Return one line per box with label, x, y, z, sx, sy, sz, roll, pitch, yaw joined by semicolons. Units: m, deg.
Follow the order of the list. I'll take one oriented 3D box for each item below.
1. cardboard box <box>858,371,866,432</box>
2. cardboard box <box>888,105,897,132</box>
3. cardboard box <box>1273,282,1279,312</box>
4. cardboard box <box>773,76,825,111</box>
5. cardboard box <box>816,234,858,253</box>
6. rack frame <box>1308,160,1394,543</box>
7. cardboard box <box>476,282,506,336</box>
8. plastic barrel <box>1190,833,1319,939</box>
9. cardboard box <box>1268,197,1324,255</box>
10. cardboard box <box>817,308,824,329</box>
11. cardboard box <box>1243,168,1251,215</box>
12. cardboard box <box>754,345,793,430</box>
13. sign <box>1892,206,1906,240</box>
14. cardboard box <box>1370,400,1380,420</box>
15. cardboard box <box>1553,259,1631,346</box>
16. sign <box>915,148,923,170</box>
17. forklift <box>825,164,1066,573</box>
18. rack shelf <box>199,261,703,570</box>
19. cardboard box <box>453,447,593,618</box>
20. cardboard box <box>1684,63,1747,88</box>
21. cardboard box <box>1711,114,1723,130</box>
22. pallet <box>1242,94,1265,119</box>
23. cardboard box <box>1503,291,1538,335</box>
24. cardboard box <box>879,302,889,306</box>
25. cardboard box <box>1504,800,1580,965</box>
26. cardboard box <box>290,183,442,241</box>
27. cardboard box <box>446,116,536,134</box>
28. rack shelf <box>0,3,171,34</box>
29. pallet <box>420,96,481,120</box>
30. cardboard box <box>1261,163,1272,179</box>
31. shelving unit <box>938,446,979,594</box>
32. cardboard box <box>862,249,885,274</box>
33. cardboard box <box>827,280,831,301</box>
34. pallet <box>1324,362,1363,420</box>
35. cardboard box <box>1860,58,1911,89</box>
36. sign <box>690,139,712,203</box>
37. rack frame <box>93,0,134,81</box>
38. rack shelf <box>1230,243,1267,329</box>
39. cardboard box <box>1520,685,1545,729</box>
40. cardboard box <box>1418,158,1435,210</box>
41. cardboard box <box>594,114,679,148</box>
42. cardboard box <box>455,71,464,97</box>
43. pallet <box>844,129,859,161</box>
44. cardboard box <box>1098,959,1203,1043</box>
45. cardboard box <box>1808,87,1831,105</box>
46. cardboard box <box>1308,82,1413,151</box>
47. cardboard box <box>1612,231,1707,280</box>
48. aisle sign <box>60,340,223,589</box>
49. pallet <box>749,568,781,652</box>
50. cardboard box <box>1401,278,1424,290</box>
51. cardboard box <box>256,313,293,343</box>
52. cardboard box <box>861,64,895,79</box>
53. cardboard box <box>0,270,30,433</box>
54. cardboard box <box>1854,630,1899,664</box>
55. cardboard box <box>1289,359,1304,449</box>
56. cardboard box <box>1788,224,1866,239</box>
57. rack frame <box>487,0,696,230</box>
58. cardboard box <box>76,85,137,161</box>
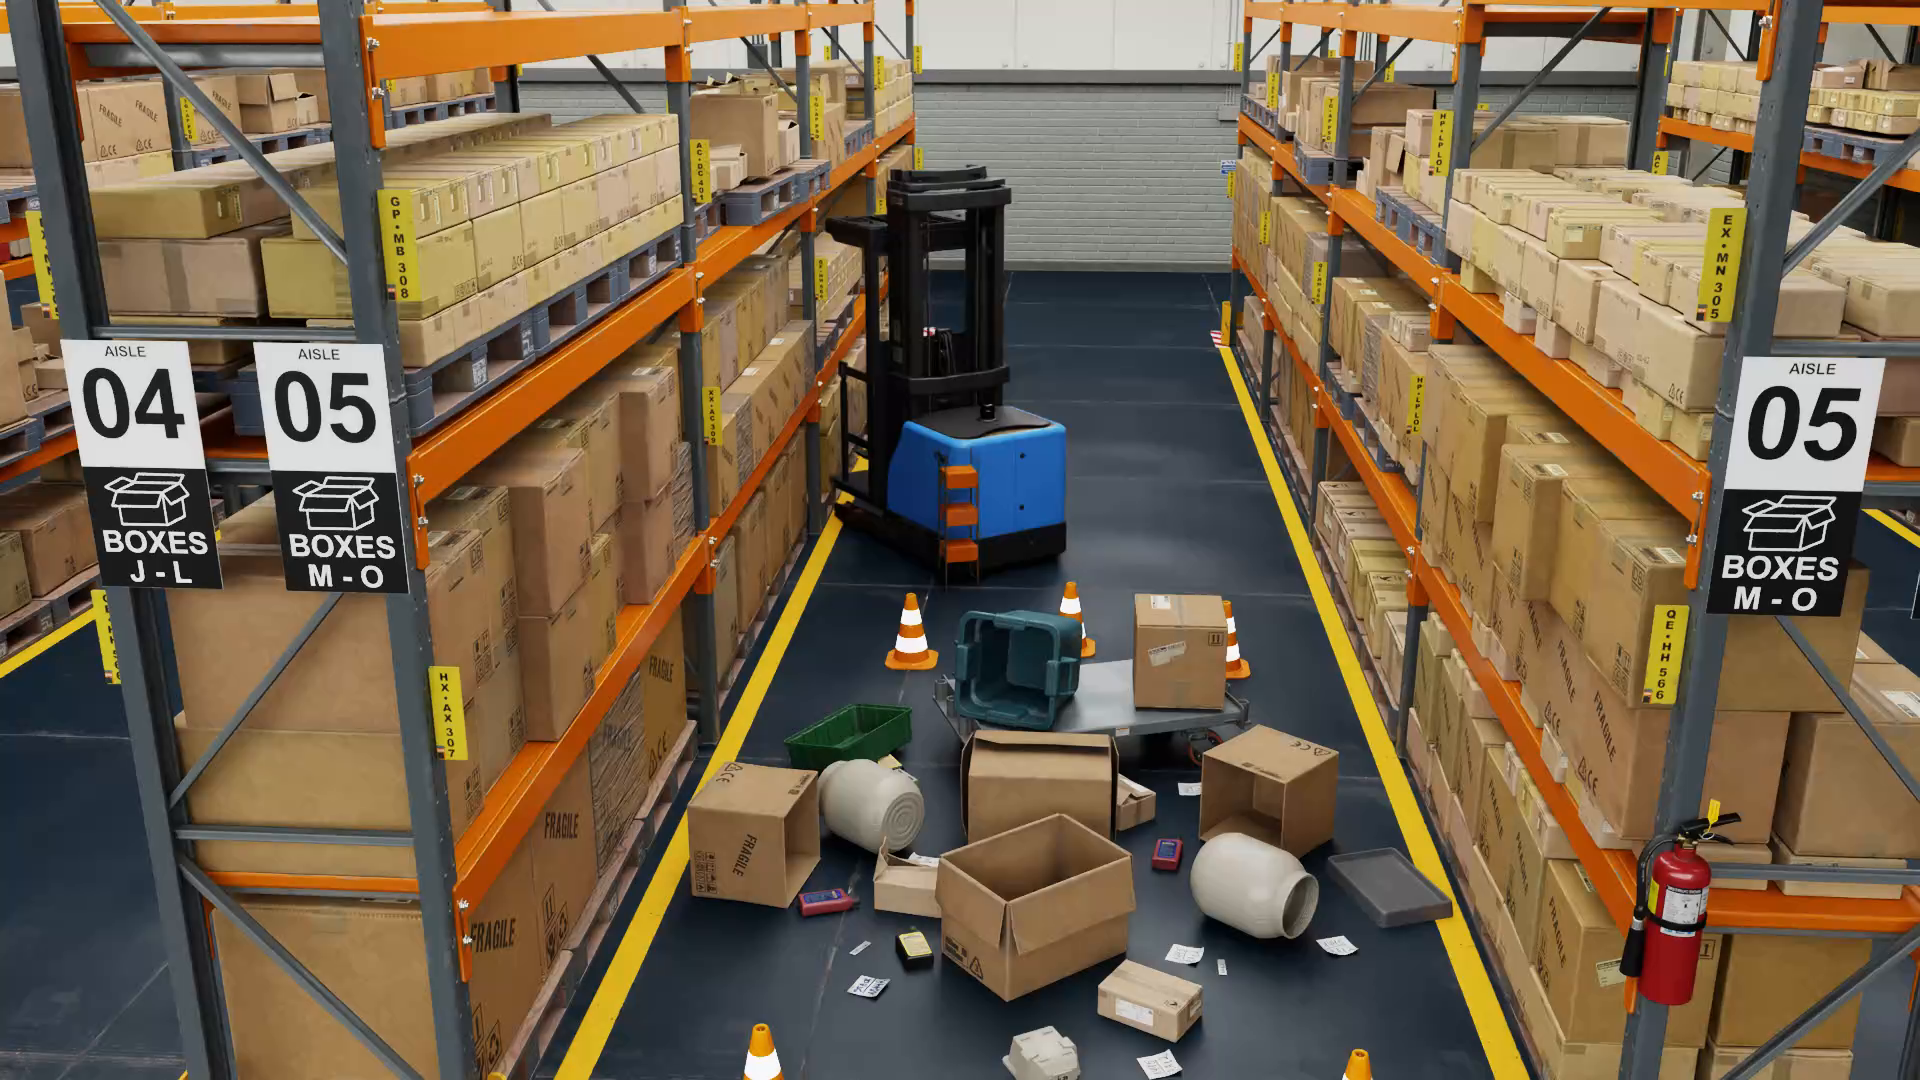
cardboard box;-1.185;-1.348;16.059;0.500;0.500;0.500;1;18;3
cardboard box;-0.966;-4.540;17.885;0.500;0.250;0.500;2;18;6
cardboard box;3.268;-2.289;15.832;0.500;0.250;0.500;1;18;3
cardboard box;-1.292;-3.605;13.400;0.396;0.266;0.258;1;18;4
cardboard box;-1.199;-2.881;16.172;0.380;0.149;0.250;1;18;2
rack frame;3.311;-1.409;12.907;1.000;3.000;0.127;1;18;4
cardboard box;-1.826;-0.813;5.839;0.380;0.149;0.250;1;18;4
plastic barrel;1.376;1.624;7.787;0.512;0.421;0.421;17;25;41
cardboard box;3.280;-3.044;16.130;0.500;0.500;0.500;1;18;5
cardboard box;-1.361;-1.870;14.043;0.380;0.149;0.250;2;18;7
cardboard box;3.507;-3.953;18.904;0.500;0.500;0.500;1;18;3
cardboard box;-1.471;-1.080;11.741;0.500;0.500;0.500;1;18;3
sign;9.103;-3.081;16.149;0.100;0.325;0.005;1;18;4
cardboard box;2.938;-0.892;11.057;0.380;0.149;0.250;2;18;6
cardboard box;2.576;-0.903;6.307;0.500;0.250;0.500;2;18;5
sign;-0.508;-4.655;20.445;0.100;0.325;0.005;1;18;4
forklift;-0.386;-1.553;13.455;1.130;2.935;3.031;-11;21;-30
rack shelf;-2.063;-0.709;7.107;1.077;0.370;4.000;1;18;4
cardboard box;-2.018;-0.046;6.773;0.875;0.550;0.550;1;18;4
cardboard box;8.499;-5.228;18.703;0.500;0.250;0.500;1;18;4
cardboard box;8.375;-4.523;17.995;0.380;0.149;0.250;1;18;4
pallet;3.842;-5.047;19.333;1.003;0.211;1.213;1;18;4
cardboard box;2.578;-0.983;7.193;0.380;0.149;0.250;1;18;3
cardboard box;-0.812;-2.771;20.010;0.380;0.149;0.250;1;18;3
cardboard box;2.569;1.409;6.842;0.500;0.500;0.500;2;18;6
cardboard box;-1.865;-1.033;5.227;0.380;0.149;0.250;1;18;5
cardboard box;-2.302;-1.993;8.160;0.380;0.149;0.250;1;18;3
rack shelf;-6.716;-3.328;10.927;1.077;0.370;4.000;1;18;4
pallet;-6.127;-4.888;18.848;1.003;0.211;1.213;1;18;4
cardboard box;3.457;-3.981;17.947;0.380;0.149;0.250;1;18;3
shelving unit;-0.010;-0.145;12.180;0.252;1.050;0.215;-5;19;-15
cardboard box;-1.060;-3.068;17.330;0.500;0.500;0.500;1;18;3
cardboard box;-1.328;-2.179;14.506;0.380;0.149;0.250;1;18;4
pallet;3.367;-1.095;12.254;1.213;0.211;1.003;1;18;4
cardboard box;8.596;-4.337;15.449;0.396;0.266;0.258;1;18;3
sign;-1.366;-1.943;8.761;0.100;0.325;0.005;1;18;4
rack frame;-10.940;-7.077;20.568;1.000;3.000;0.127;1;18;4
rack shelf;3.742;-2.931;18.706;1.077;0.370;4.000;1;18;4
cardboard box;2.573;0.675;6.950;0.380;0.149;0.250;1;18;3
cardboard box;2.963;-2.063;9.649;0.500;0.250;0.500;2;18;5
cardboard box;-1.628;-2.058;8.356;0.380;0.149;0.250;1;18;3
cardboard box;-6.133;-5.339;19.086;0.700;0.500;0.500;0;18;0
pallet;-1.568;-3.556;14.941;1.213;0.211;1.003;1;18;4
cardboard box;0.817;1.978;7.148;0.380;0.149;0.250;12;22;32
cardboard box;8.090;-4.154;15.555;0.380;0.149;0.250;2;18;6
cardboard box;3.193;-3.394;13.310;0.700;0.500;0.500;0;18;1
cardboard box;2.619;-1.034;6.066;0.380;0.149;0.250;1;18;4
aisle sign;-2.511;-0.224;5.114;0.394;0.787;0.004;1;18;4
pallet;-1.855;0.458;11.687;1.003;0.211;1.213;1;18;4
cardboard box;3.556;-1.650;12.330;0.500;0.500;0.500;1;18;2
cardboard box;-2.502;-0.746;5.634;0.380;0.149;0.250;1;18;4
cardboard box;-0.923;-5.167;18.356;0.380;0.149;0.250;1;18;2
cardboard box;-6.663;-1.117;10.376;1.000;1.000;1.000;1;18;4
cardboard box;3.082;0.584;6.184;0.500;0.500;0.500;2;18;6
cardboard box;3.577;-1.367;15.514;0.875;0.875;0.875;2;18;6
cardboard box;3.163;-1.105;6.284;0.380;0.149;0.250;2;18;5
rack frame;-1.920;-3.097;8.423;1.000;3.000;0.127;1;18;4
cardboard box;-6.384;-3.028;12.066;0.500;0.500;0.500;1;18;4
